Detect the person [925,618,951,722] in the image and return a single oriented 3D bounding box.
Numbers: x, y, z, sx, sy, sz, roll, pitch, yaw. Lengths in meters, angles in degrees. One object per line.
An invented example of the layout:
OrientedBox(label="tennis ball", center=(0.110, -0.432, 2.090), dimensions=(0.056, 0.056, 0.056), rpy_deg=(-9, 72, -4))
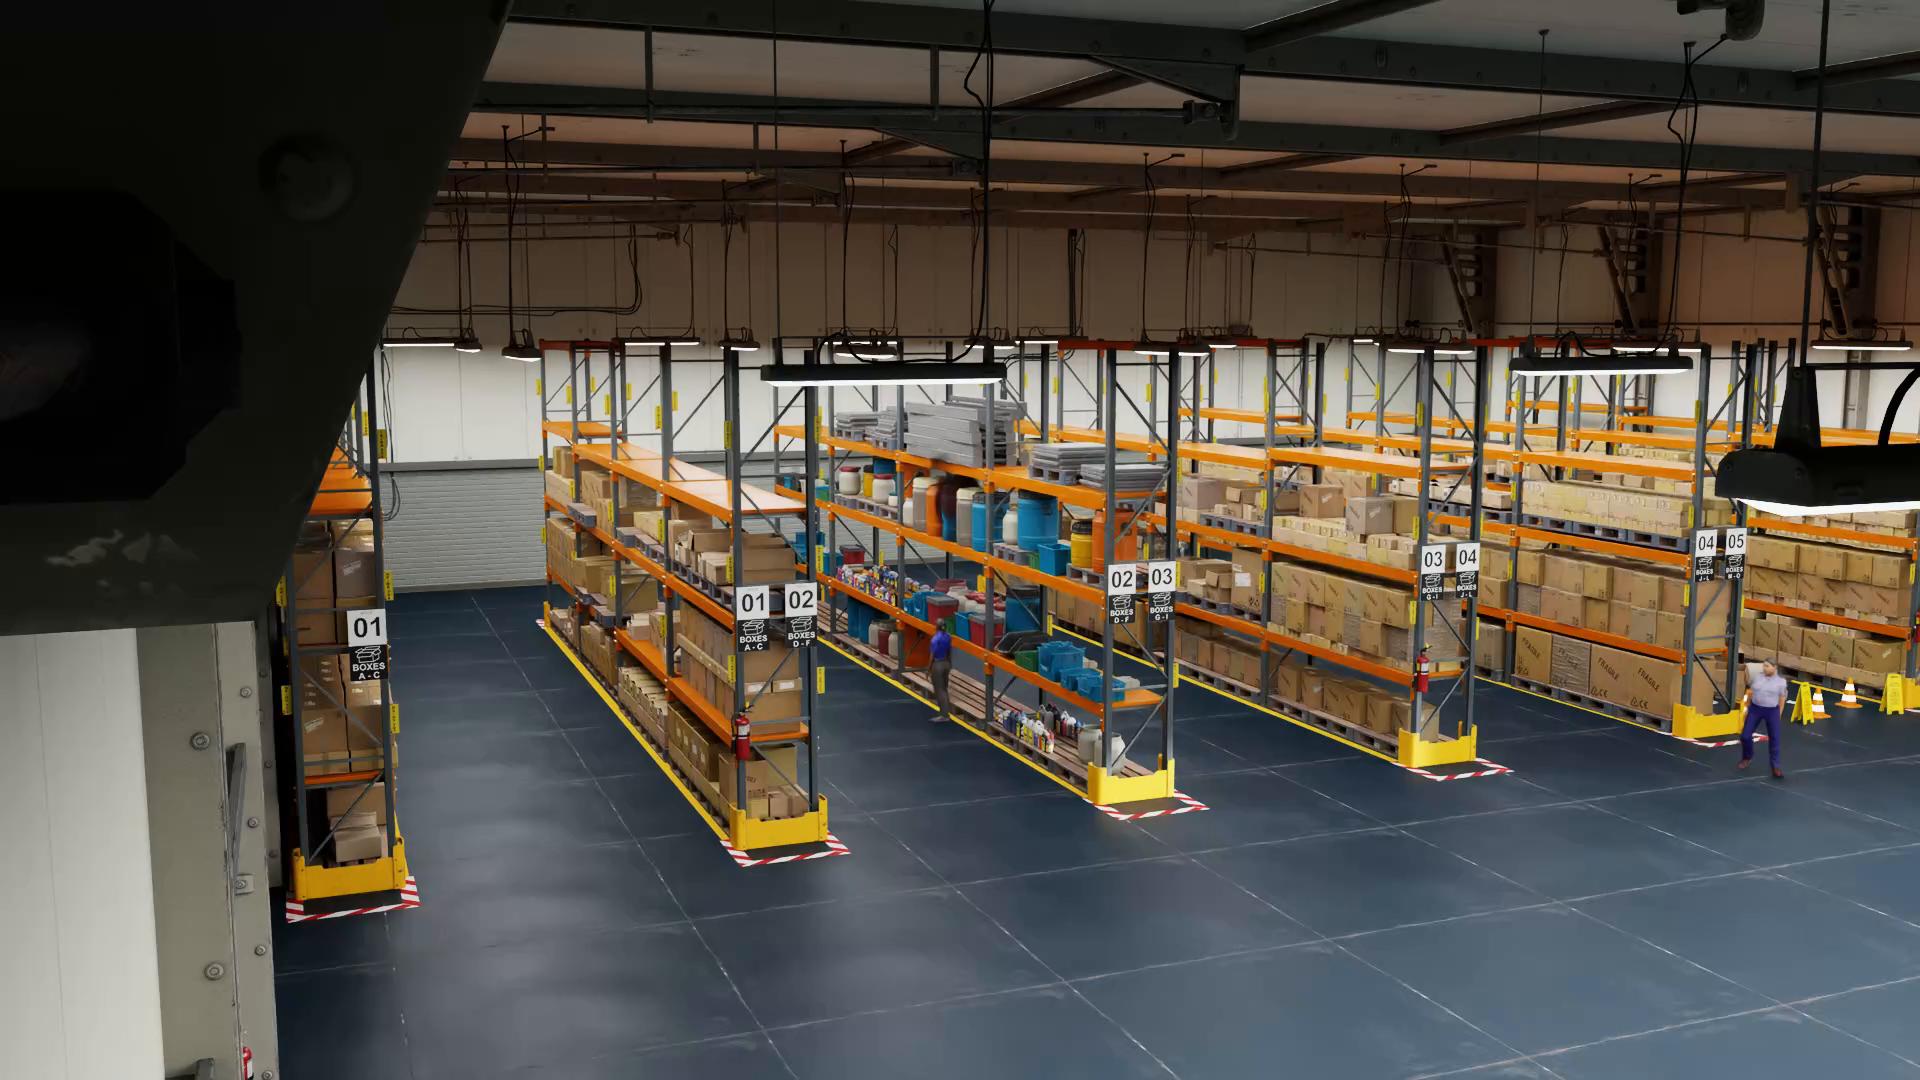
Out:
OrientedBox(label="person", center=(-0.324, 2.076, 26.386), dimensions=(0.373, 1.686, 0.542), rpy_deg=(5, 9, 35))

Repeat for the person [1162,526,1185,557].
OrientedBox(label="person", center=(5.682, -0.328, 44.312), dimensions=(0.577, 1.774, 0.531), rpy_deg=(-6, 10, -40))

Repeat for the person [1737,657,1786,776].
OrientedBox(label="person", center=(11.327, 2.469, 23.454), dimensions=(0.593, 1.669, 0.397), rpy_deg=(4, 9, 30))
